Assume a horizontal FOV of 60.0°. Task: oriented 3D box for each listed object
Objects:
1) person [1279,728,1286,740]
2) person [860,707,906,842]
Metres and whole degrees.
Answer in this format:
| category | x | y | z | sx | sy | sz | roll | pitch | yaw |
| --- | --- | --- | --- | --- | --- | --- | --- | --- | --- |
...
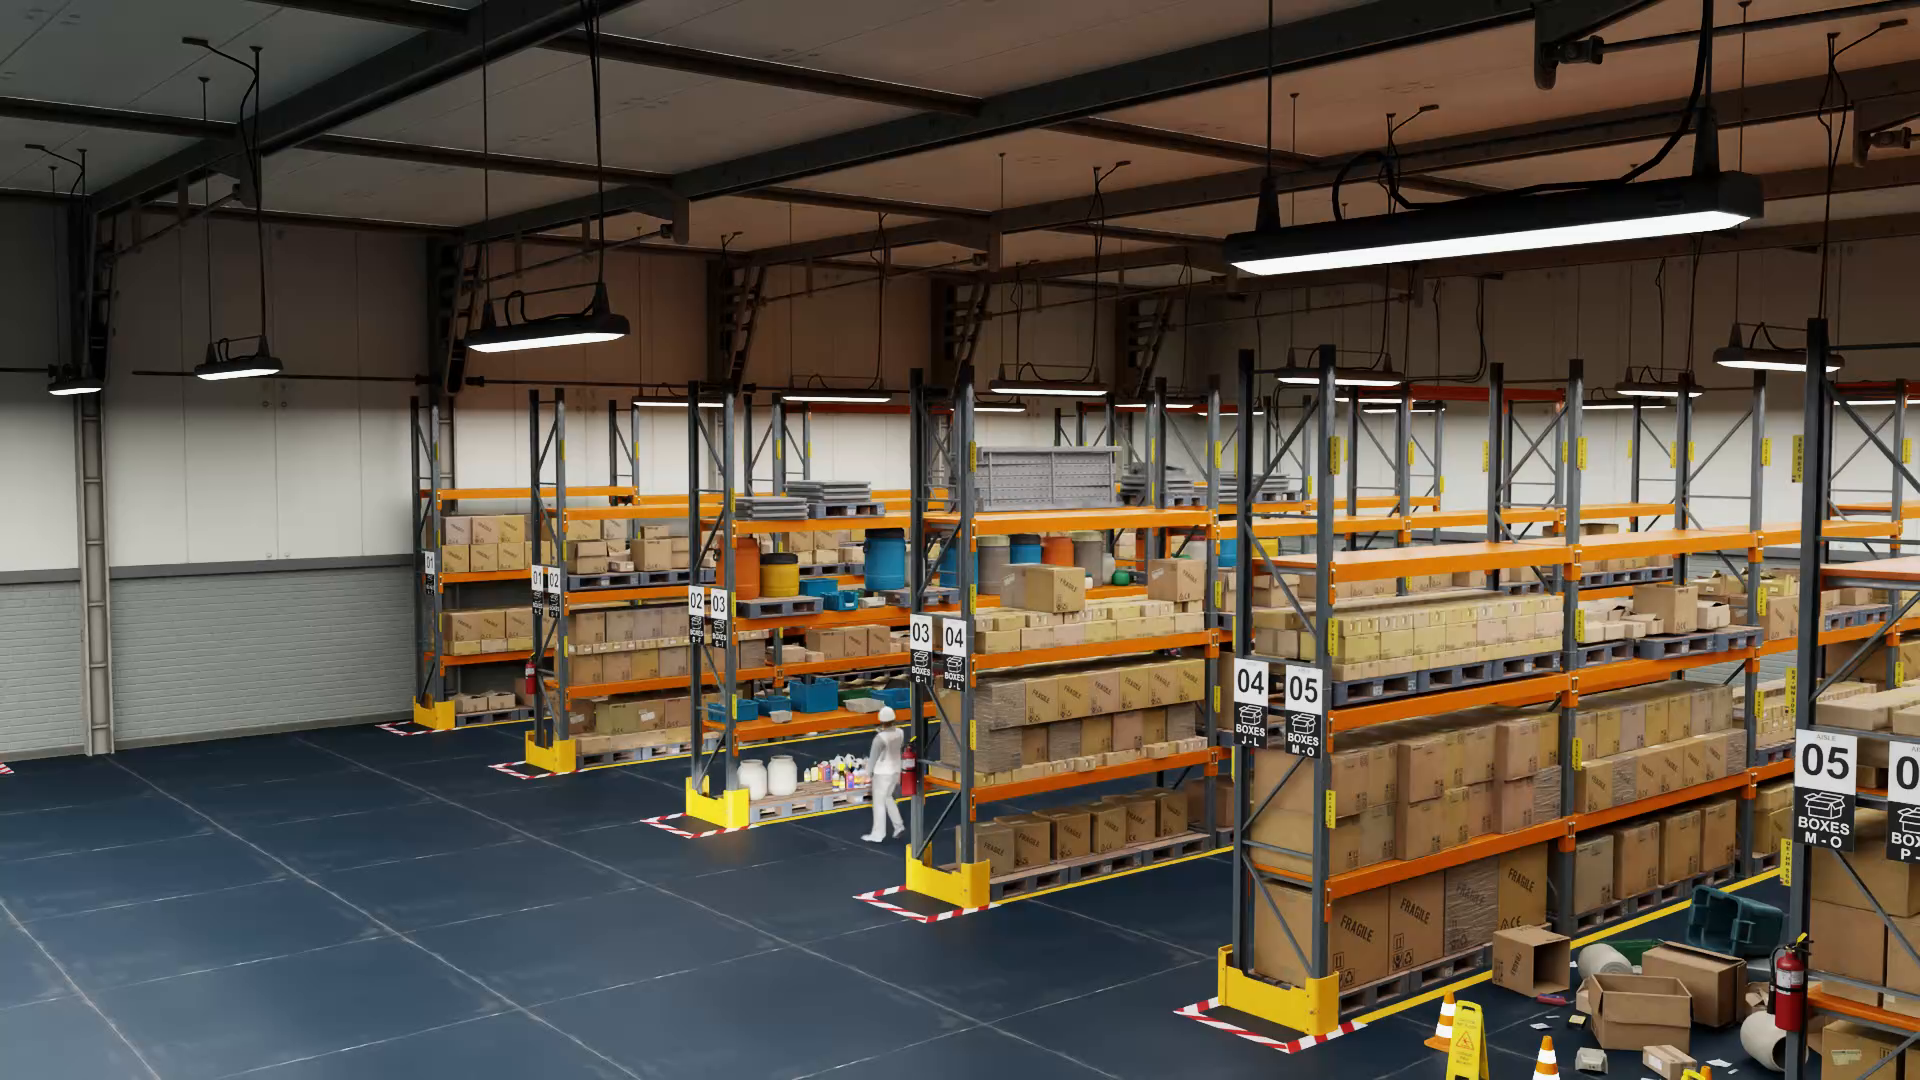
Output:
| category | x | y | z | sx | sy | sz | roll | pitch | yaw |
| --- | --- | --- | --- | --- | --- | --- | --- | --- | --- |
| person | 3.957 | 3.127 | 20.299 | 0.417 | 1.673 | 0.543 | 1 | 4 | 23 |
| person | -0.996 | 3.019 | 21.505 | 0.521 | 1.779 | 0.615 | 2 | 4 | 31 |
